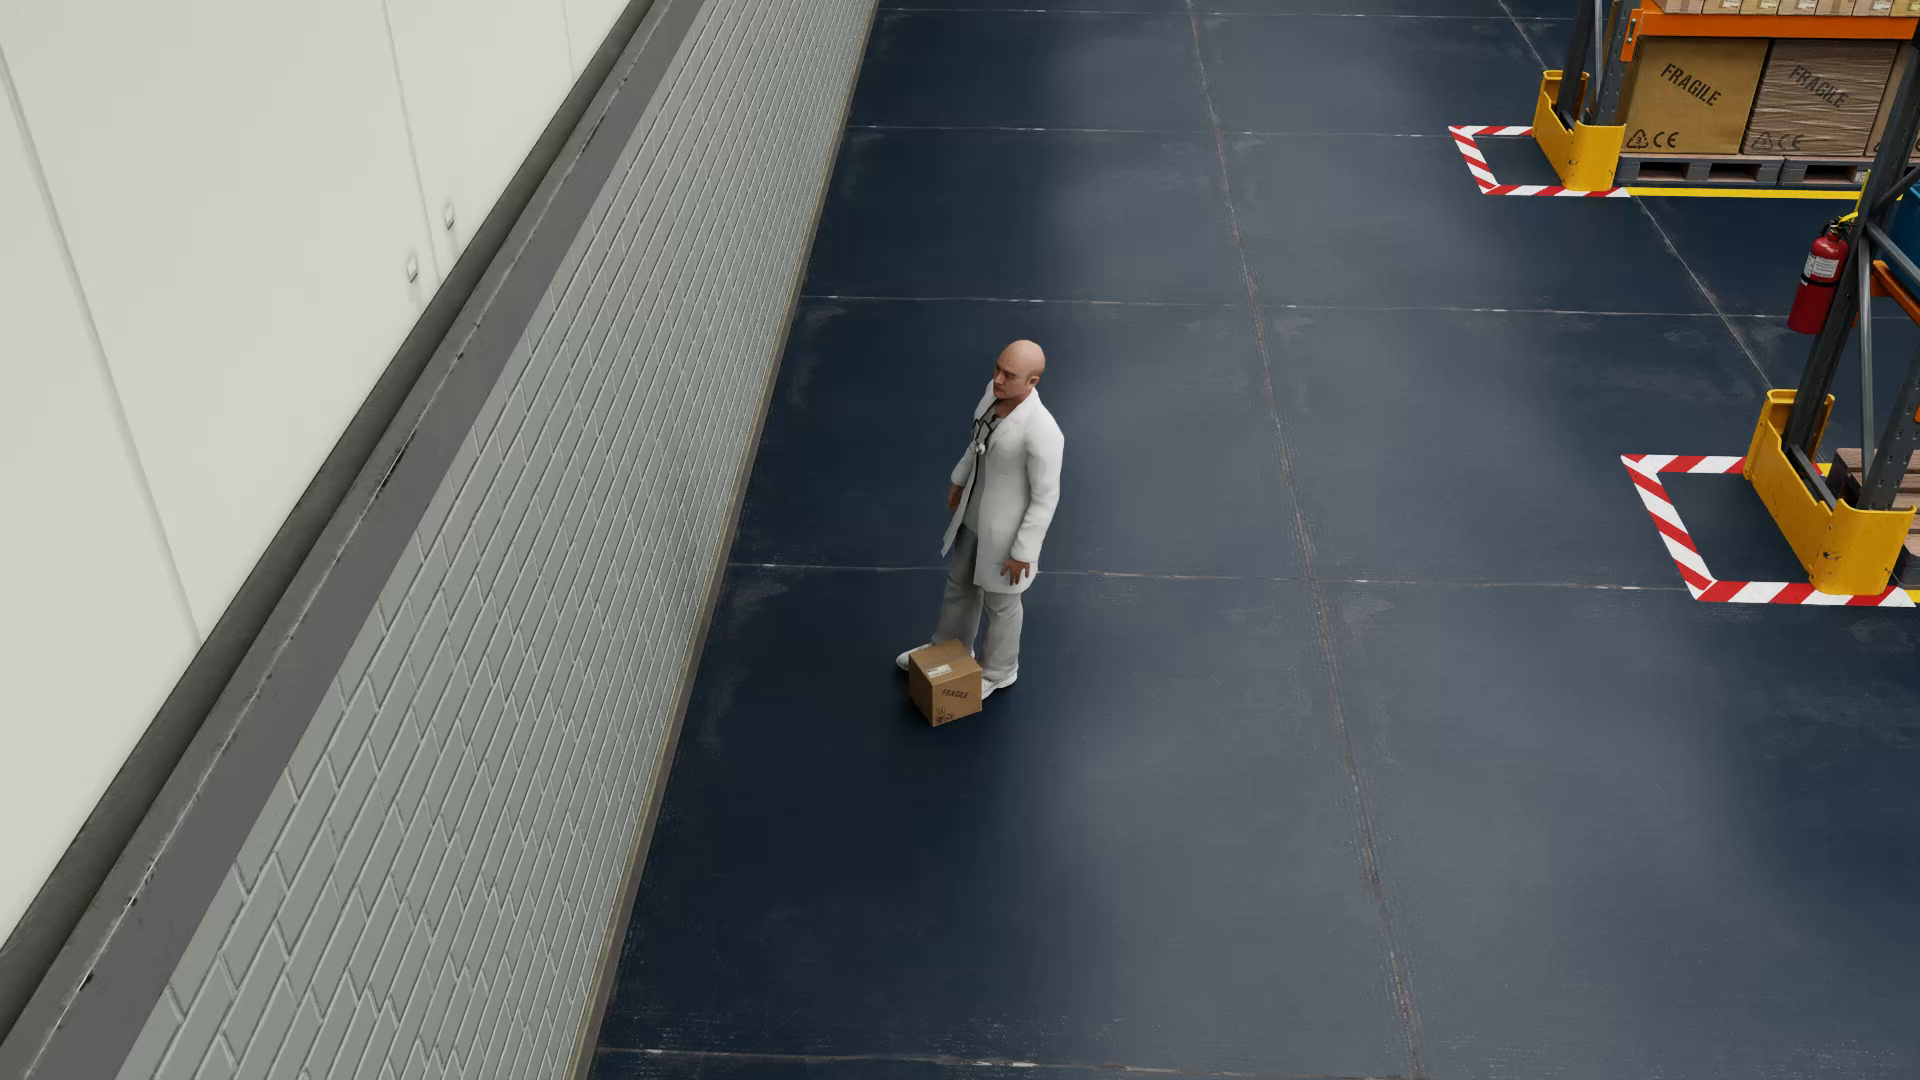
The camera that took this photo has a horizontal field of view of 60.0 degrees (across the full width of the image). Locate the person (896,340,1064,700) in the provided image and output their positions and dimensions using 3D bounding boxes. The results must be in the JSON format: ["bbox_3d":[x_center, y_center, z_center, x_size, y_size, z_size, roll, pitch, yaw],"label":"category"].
[{"bbox_3d":[0.085,-0.047,7.183,0.578,1.779,0.698,-16,38,-21],"label":"person"}]
